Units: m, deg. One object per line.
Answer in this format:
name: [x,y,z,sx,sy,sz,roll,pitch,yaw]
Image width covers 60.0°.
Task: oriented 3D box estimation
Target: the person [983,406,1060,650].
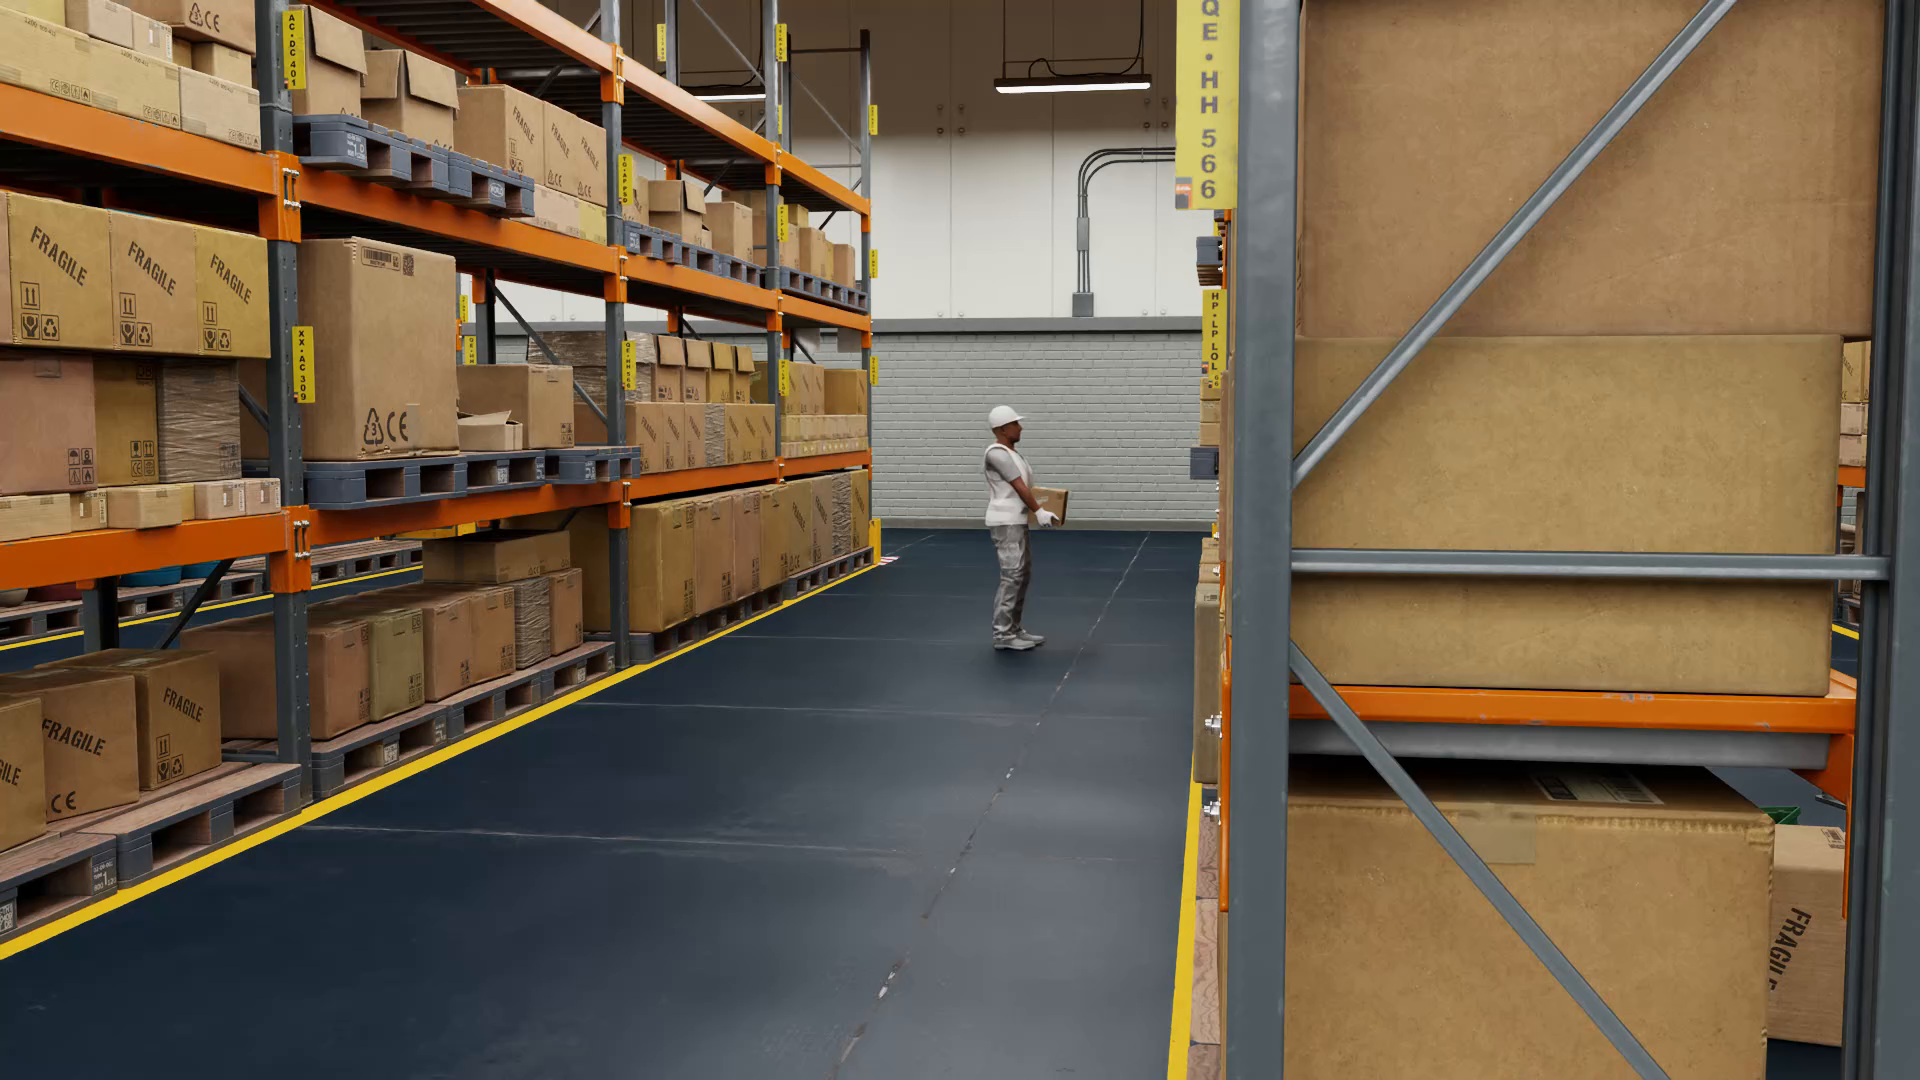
person: [0.468,-0.097,12.242,0.573,1.778,0.488,1,4,10]
